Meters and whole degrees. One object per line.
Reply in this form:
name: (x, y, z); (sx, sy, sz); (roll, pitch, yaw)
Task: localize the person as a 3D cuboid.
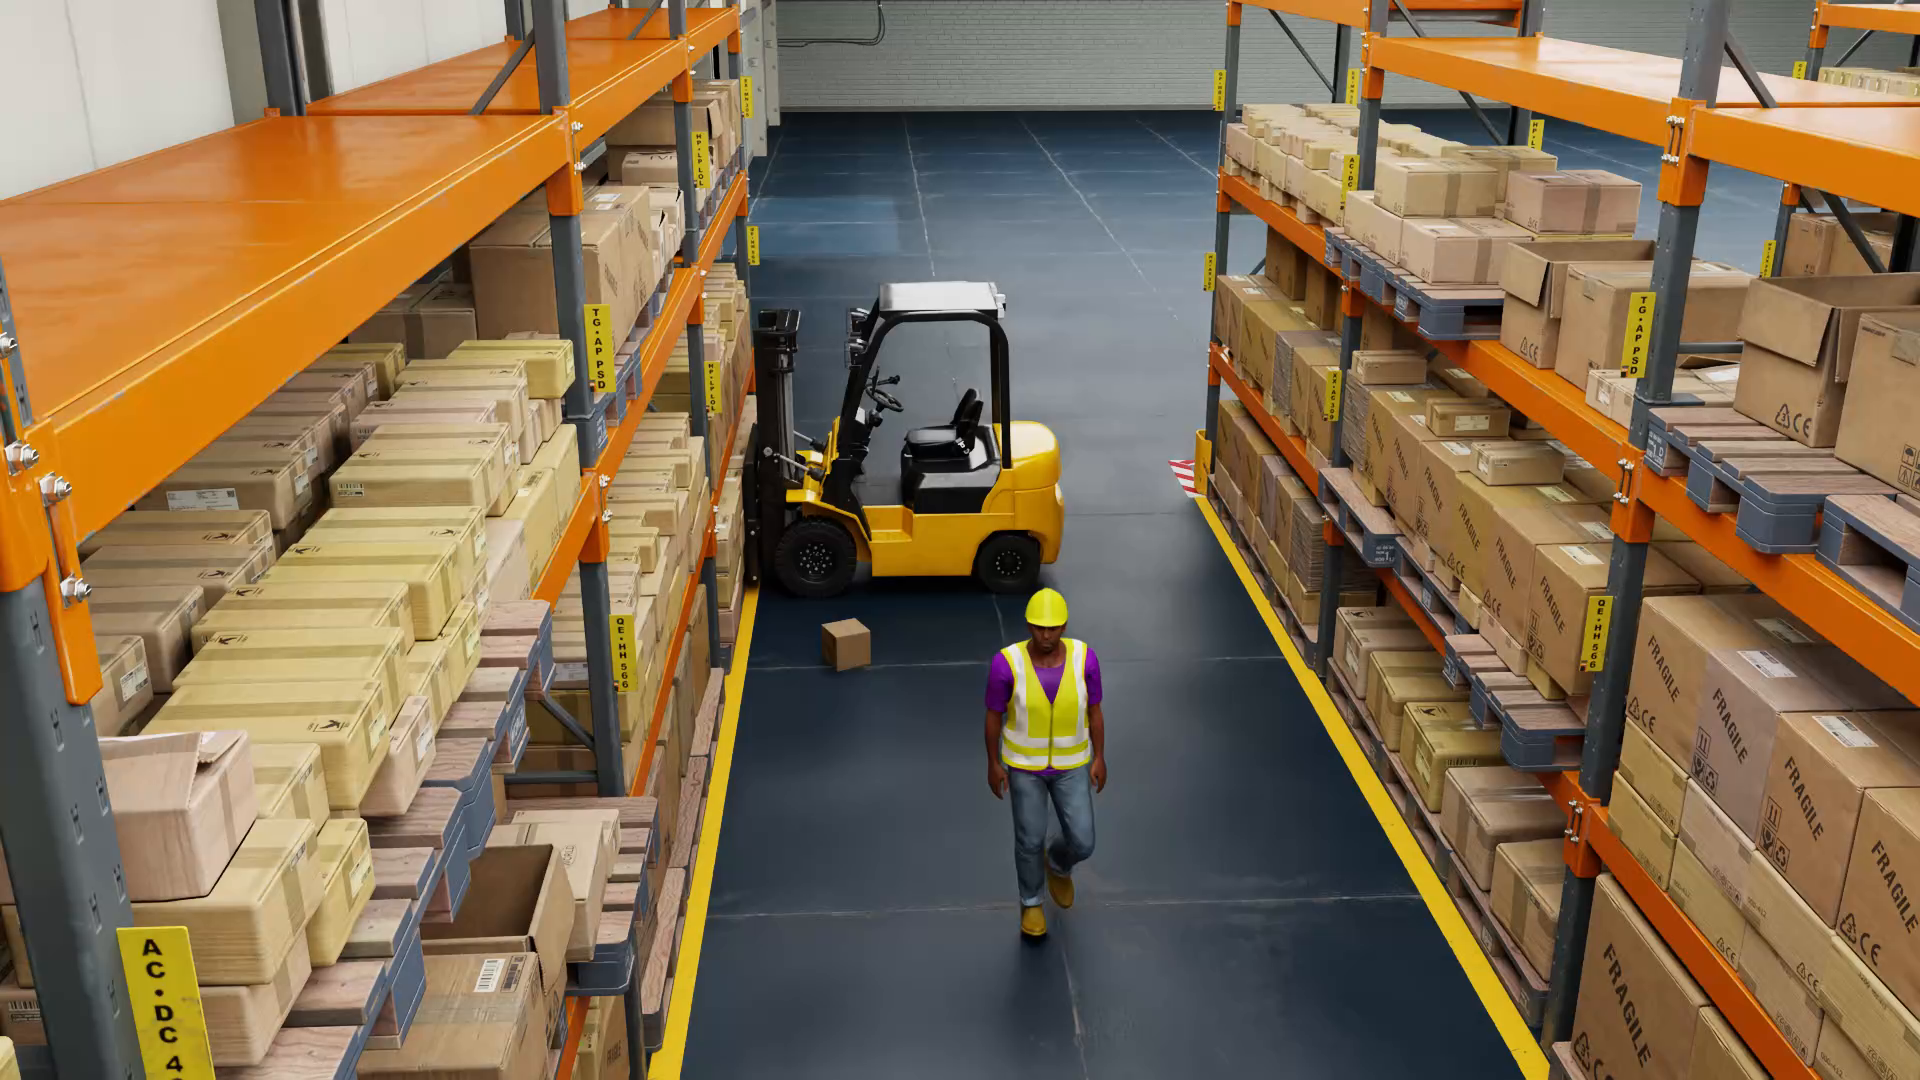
person: (0.422, 1.073, 8.045); (0.602, 1.756, 0.483); (-2, 20, -5)
